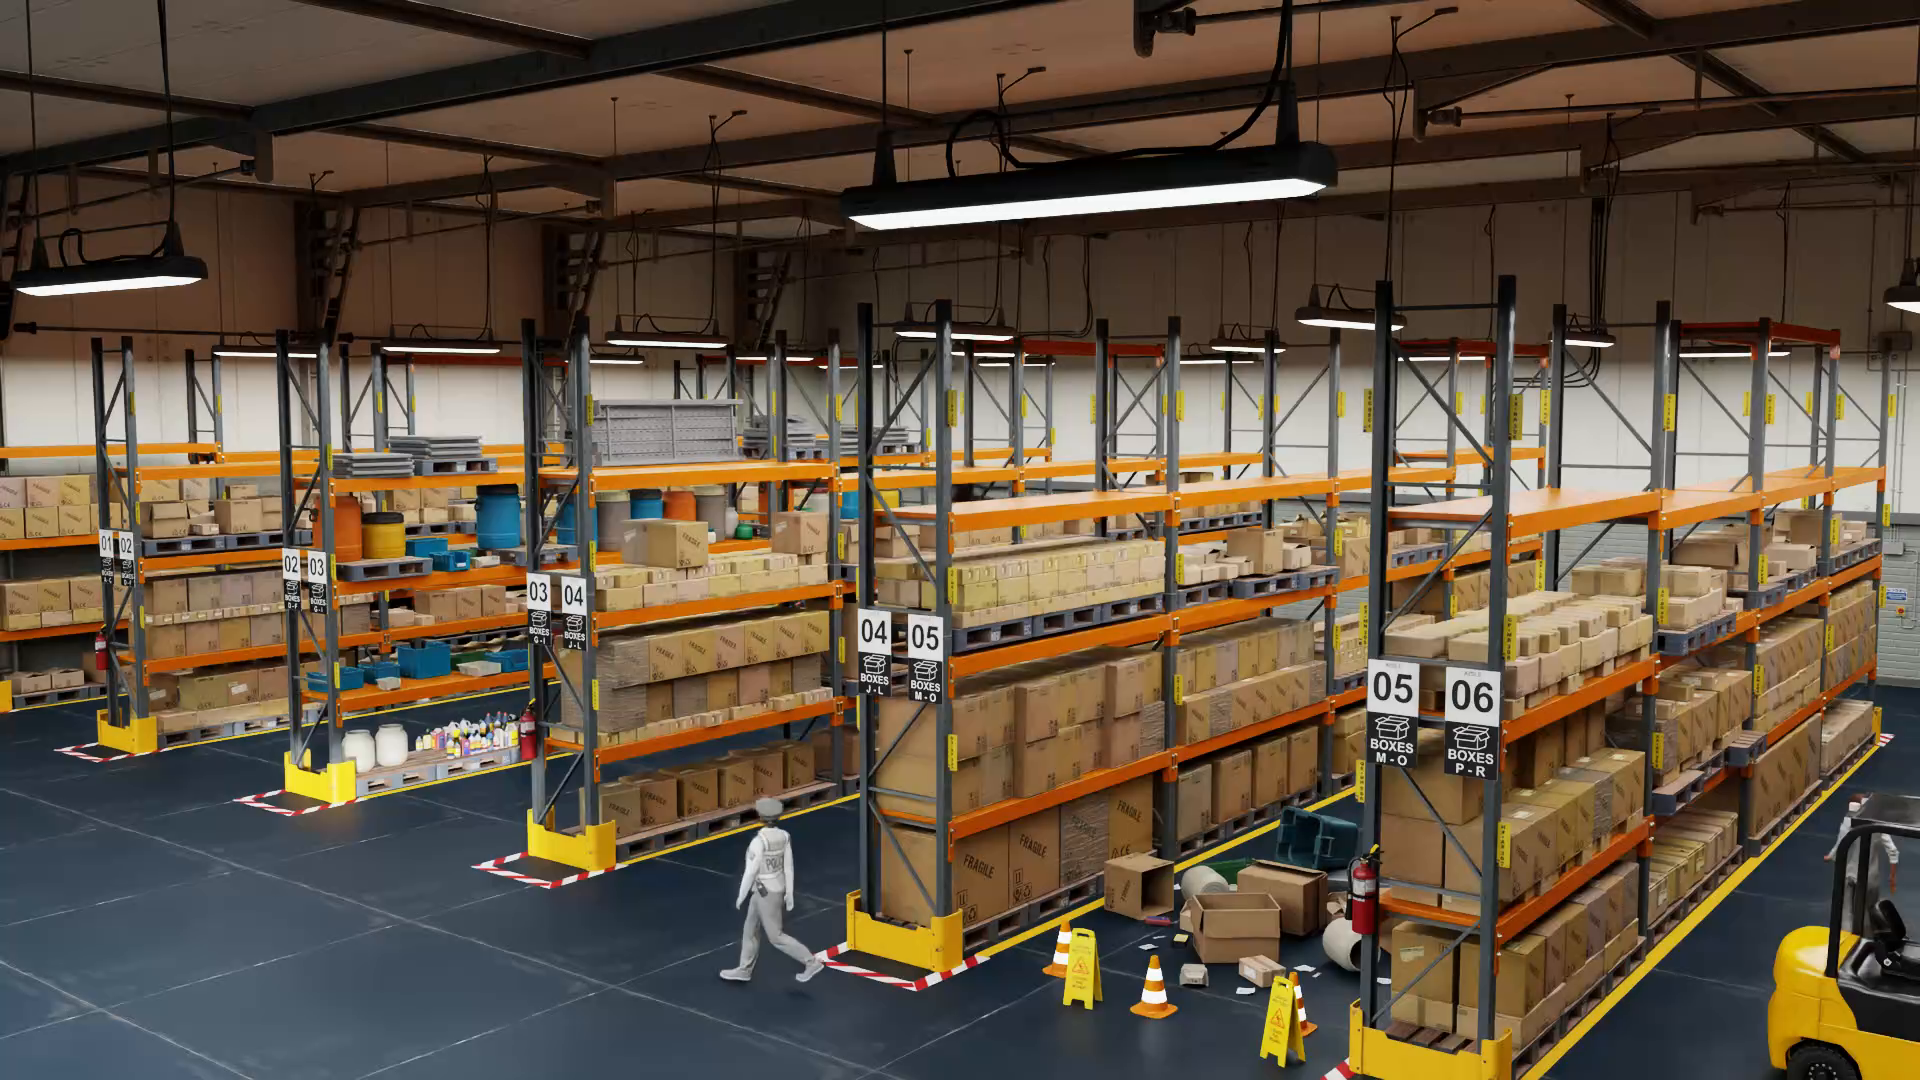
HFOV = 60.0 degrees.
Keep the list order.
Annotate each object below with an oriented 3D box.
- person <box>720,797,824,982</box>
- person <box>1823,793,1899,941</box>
[{"bbox_3d":[-1.673,3.068,14.510,0.923,1.653,0.416,0,5,2],"label":"person"},{"bbox_3d":[8.166,3.097,15.128,0.643,1.552,0.893,4,6,37],"label":"person"}]
